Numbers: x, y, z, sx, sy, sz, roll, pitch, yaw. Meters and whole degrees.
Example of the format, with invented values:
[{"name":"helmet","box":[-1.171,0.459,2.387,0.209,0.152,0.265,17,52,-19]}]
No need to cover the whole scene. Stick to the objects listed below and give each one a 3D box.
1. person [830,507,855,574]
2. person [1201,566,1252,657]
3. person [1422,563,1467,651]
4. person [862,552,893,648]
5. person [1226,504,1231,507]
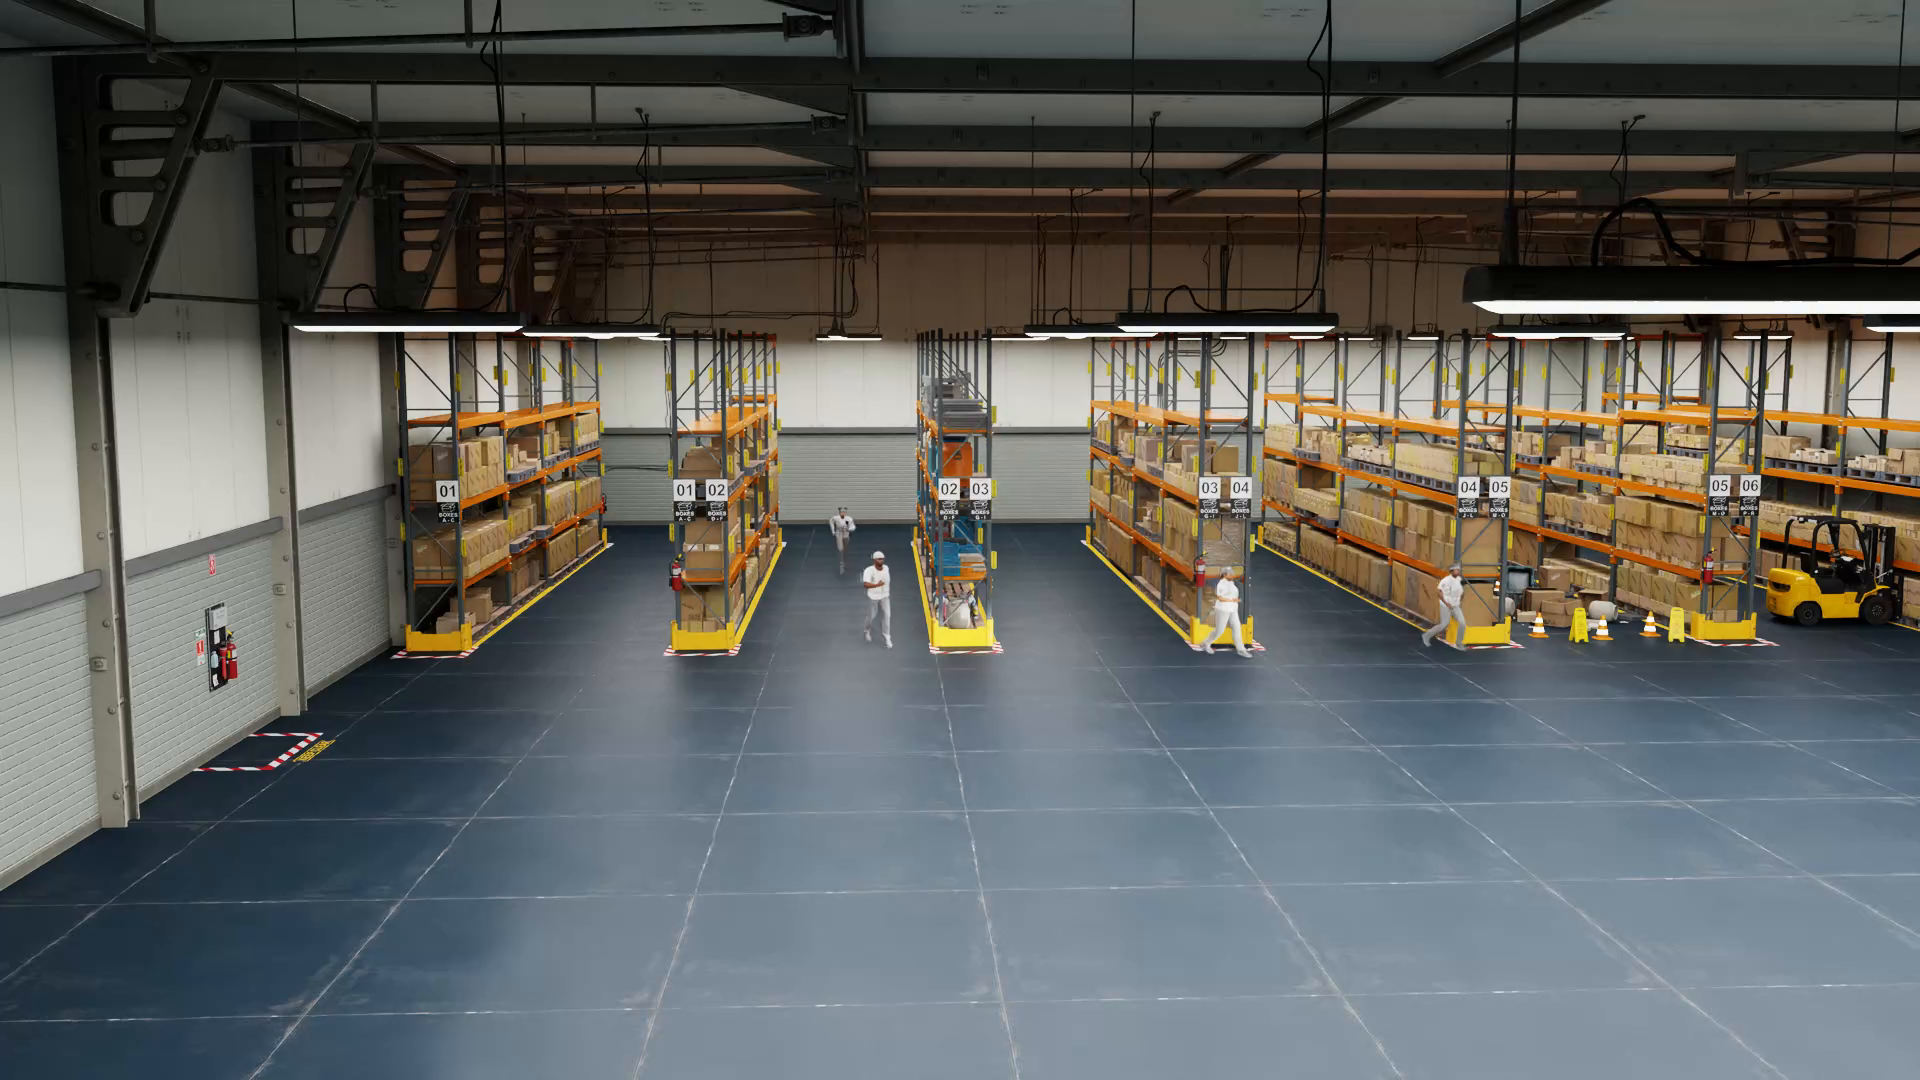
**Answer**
[{"name":"person","box":[-2.960,-0.026,41.911,0.611,1.696,0.917,-1,7,-12]},{"name":"person","box":[4.856,1.292,30.304,0.967,1.639,0.613,5,9,38]},{"name":"person","box":[9.158,1.255,31.212,0.809,1.695,0.671,-5,8,-35]},{"name":"person","box":[-1.573,1.106,31.611,0.681,1.803,0.897,-4,8,-31]},{"name":"person","box":[7.510,-0.514,45.634,0.693,1.742,0.712,0,7,-3]}]
